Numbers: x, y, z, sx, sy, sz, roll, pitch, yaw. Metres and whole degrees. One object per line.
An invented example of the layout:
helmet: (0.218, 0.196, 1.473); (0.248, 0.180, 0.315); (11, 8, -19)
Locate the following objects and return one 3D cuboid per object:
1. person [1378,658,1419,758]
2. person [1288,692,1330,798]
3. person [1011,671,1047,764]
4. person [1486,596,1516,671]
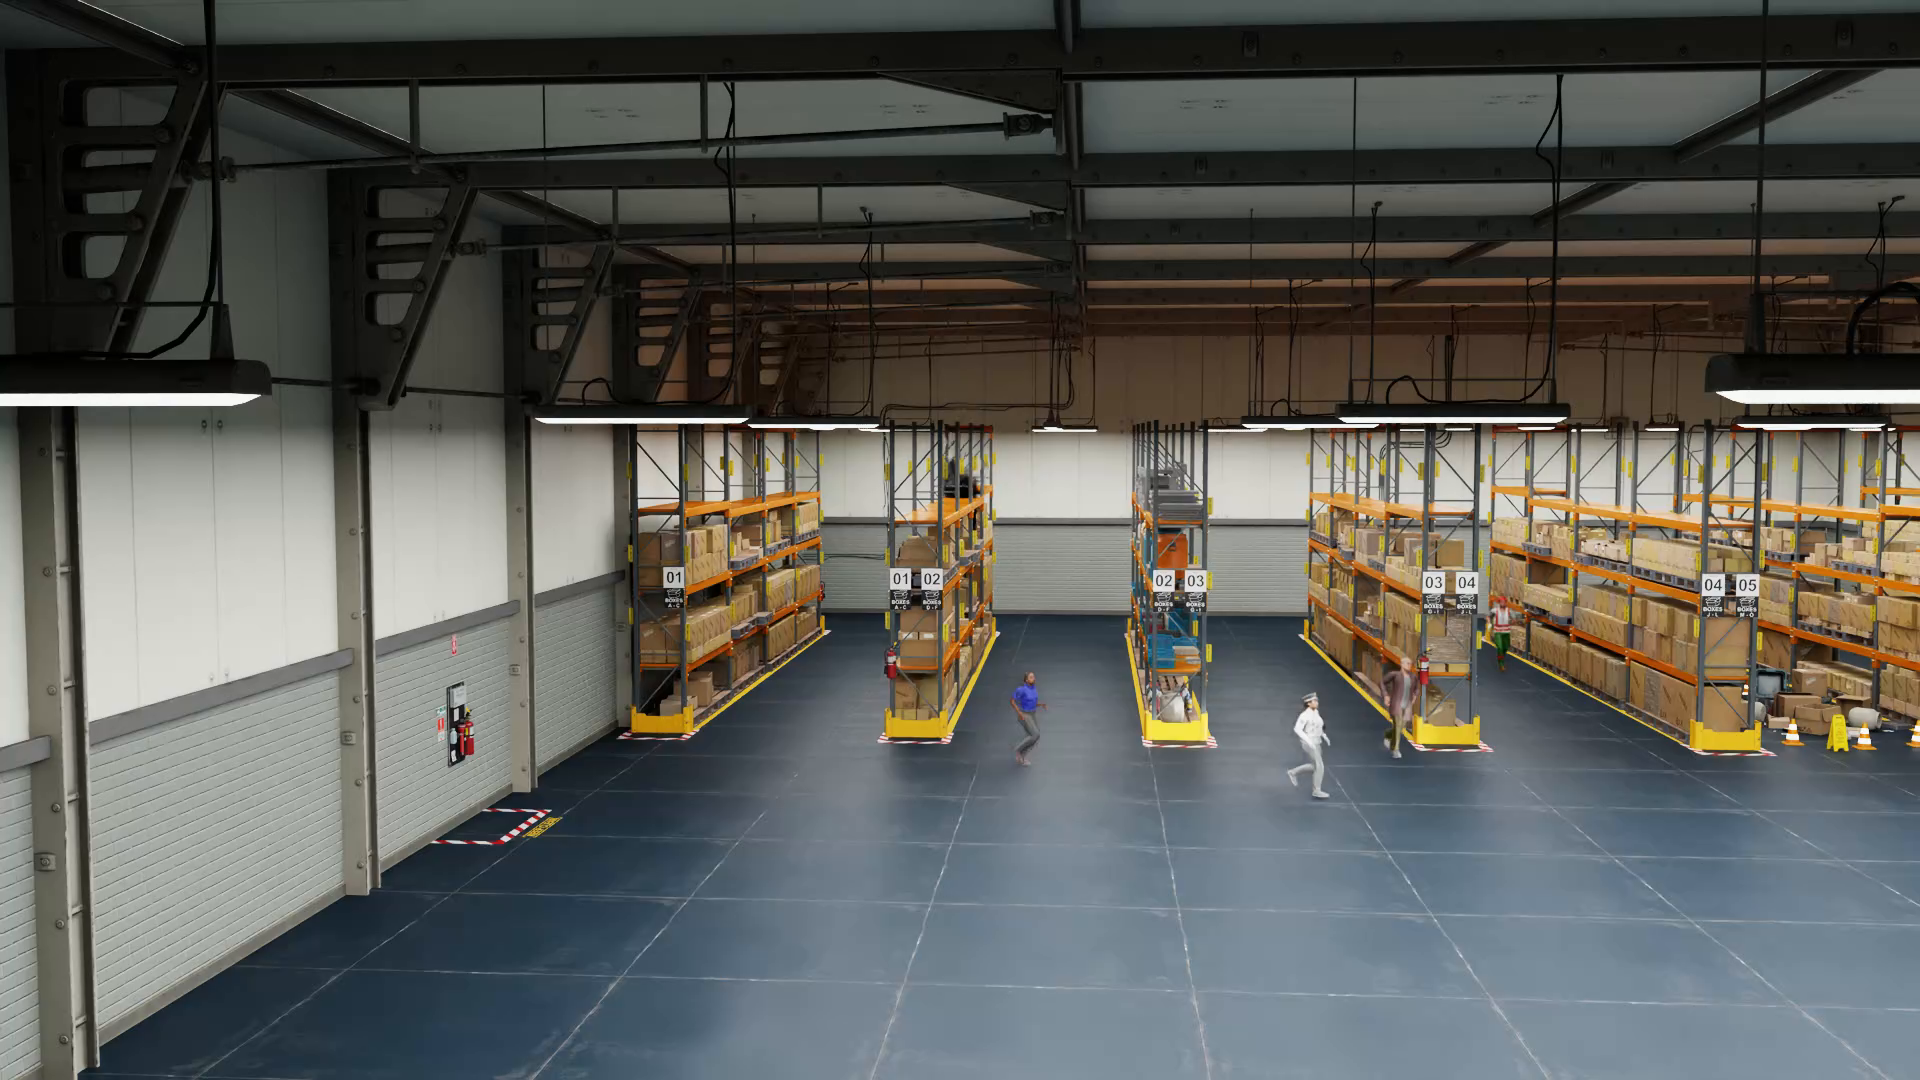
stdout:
person: (7.898, 2.972, 29.795); (0.754, 1.731, 0.935); (-1, 4, -12)
person: (5.508, 3.223, 26.320); (0.738, 1.648, 0.655); (3, 4, 35)
person: (1.227, 3.098, 28.819); (0.582, 1.593, 0.560); (2, 4, 34)
person: (13.144, 2.249, 40.319); (0.659, 1.770, 1.005); (0, 4, 3)
